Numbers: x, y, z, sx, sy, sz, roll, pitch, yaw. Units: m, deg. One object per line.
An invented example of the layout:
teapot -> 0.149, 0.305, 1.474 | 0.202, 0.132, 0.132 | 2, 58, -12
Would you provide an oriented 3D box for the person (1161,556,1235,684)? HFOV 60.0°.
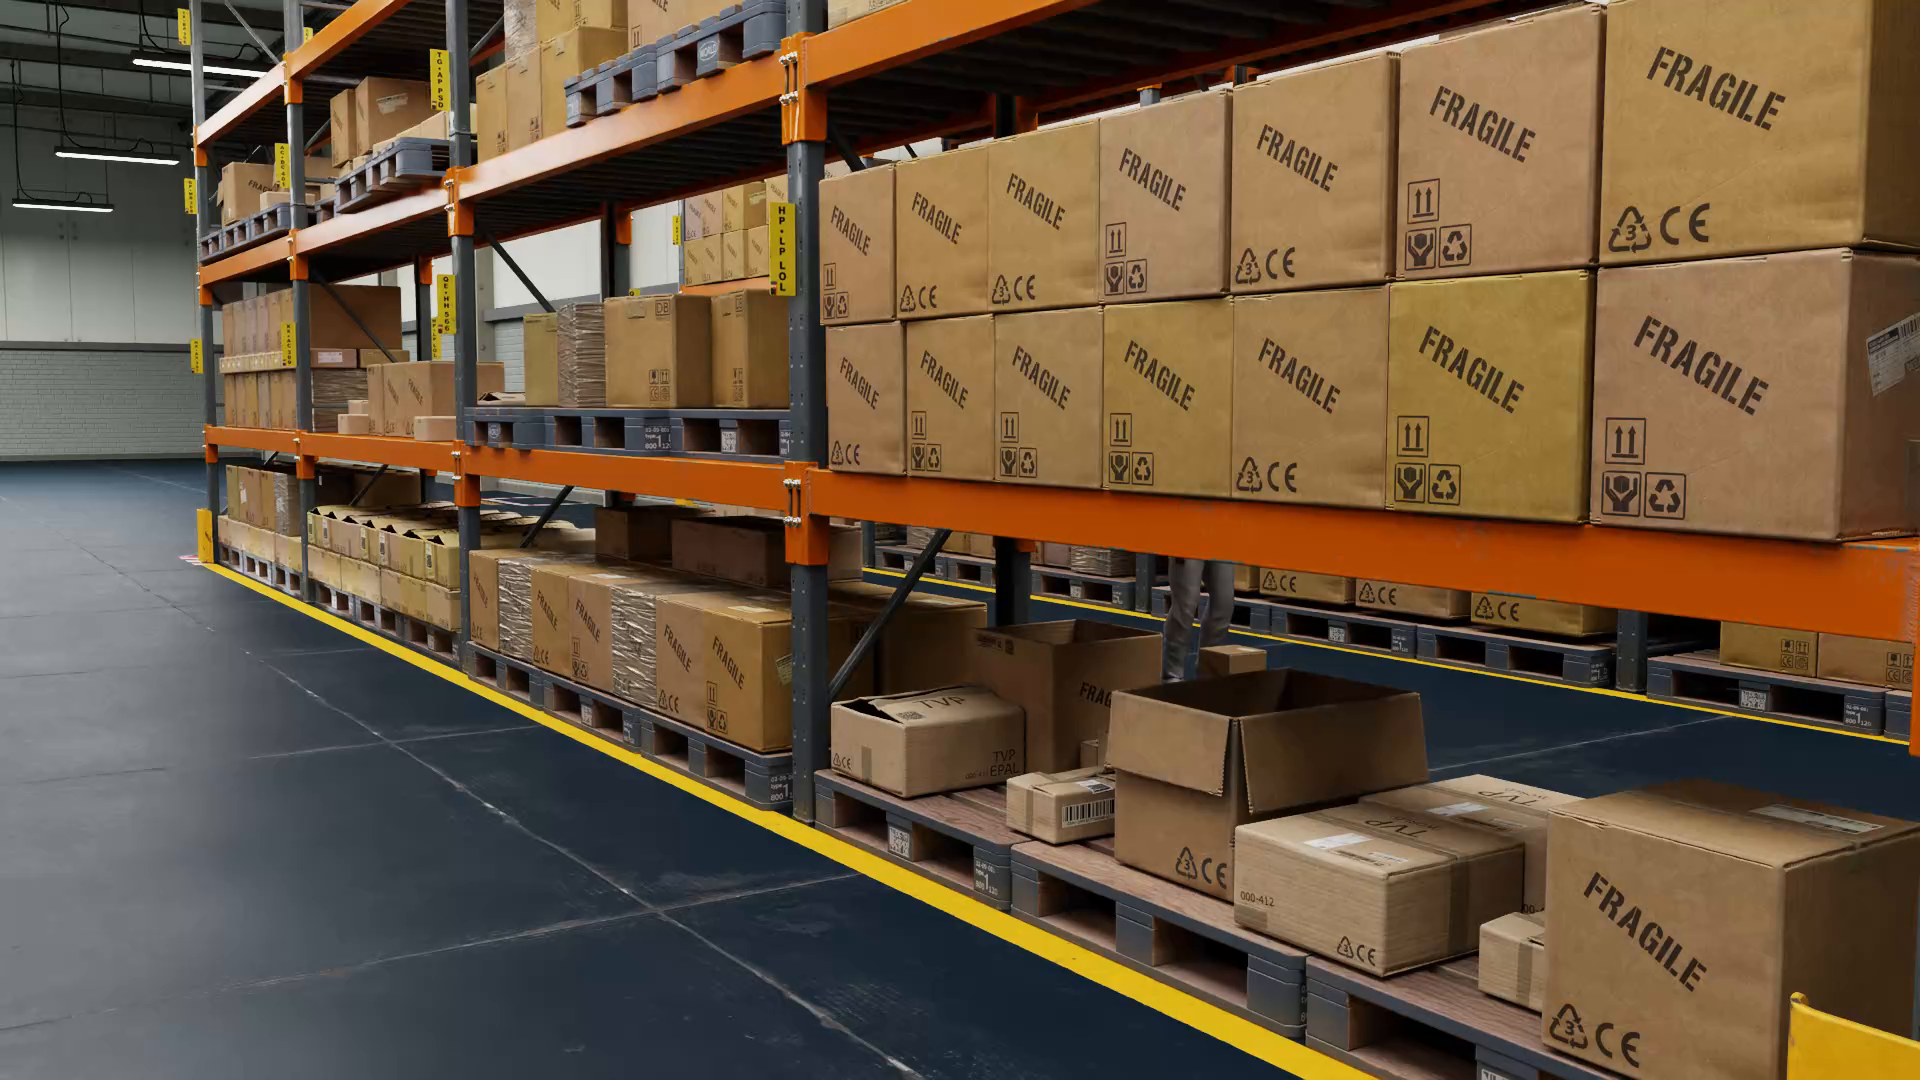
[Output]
person -> 1.289, -0.023, 8.841 | 0.531, 1.661, 0.397 | -4, 6, -37
